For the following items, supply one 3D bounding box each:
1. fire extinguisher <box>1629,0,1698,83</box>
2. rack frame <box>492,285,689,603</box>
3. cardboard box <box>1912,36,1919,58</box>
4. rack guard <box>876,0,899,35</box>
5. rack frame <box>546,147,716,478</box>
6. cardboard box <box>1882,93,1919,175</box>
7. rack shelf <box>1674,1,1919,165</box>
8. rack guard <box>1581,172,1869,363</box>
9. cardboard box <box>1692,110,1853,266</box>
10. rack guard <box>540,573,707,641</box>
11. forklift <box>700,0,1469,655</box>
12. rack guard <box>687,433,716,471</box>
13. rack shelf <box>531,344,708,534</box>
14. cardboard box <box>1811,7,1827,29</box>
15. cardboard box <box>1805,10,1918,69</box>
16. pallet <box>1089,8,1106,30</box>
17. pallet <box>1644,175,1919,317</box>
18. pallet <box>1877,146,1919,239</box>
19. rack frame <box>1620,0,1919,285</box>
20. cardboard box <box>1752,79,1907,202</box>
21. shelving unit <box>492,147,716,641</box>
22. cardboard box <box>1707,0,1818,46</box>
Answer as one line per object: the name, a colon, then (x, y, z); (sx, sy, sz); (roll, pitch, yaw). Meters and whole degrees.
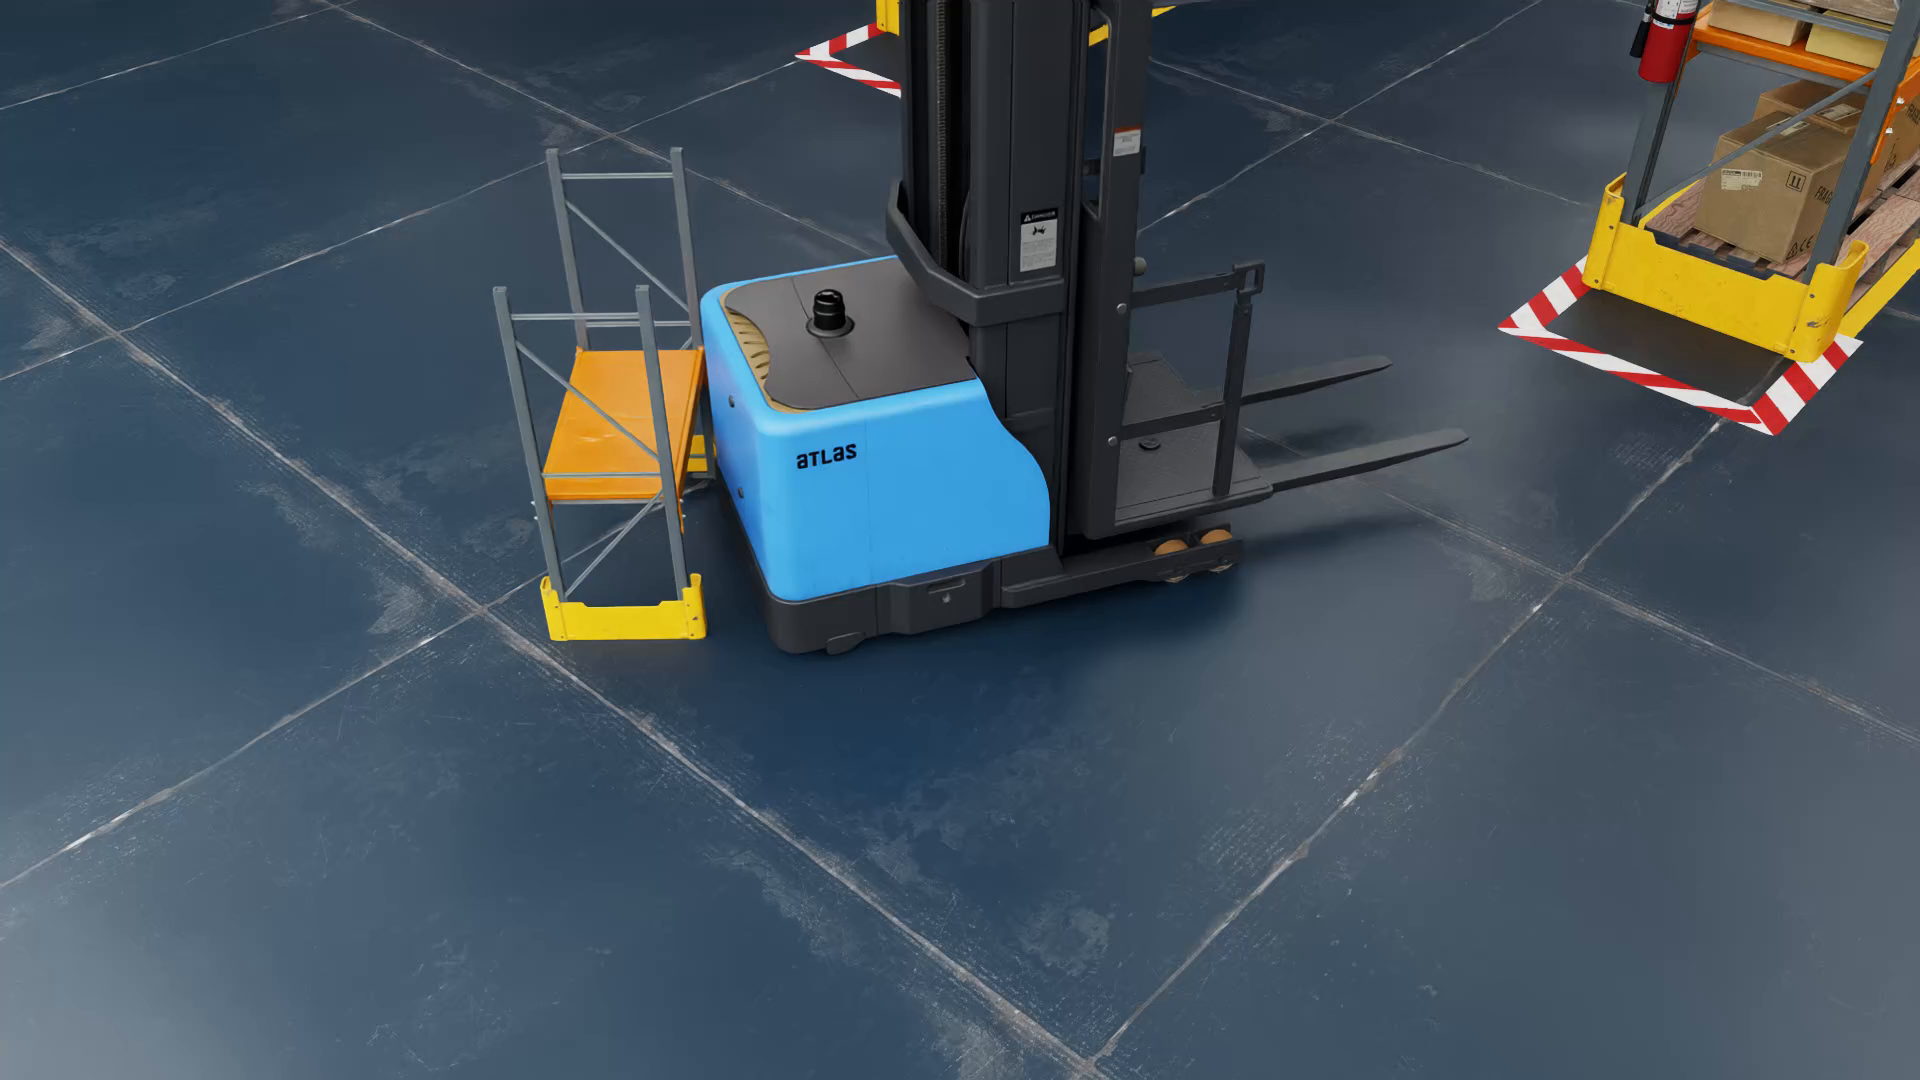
fire extinguisher: (3.191, -2.387, 7.404); (0.296, 0.674, 0.183); (30, 47, 32)
rack frame: (-1.255, -0.225, 5.827); (0.500, 1.500, 0.032); (-1, 38, -1)
cardboard box: (4.159, -2.316, 7.454); (0.380, 0.149, 0.250); (30, 47, 32)
rack guard: (-0.031, -3.433, 10.665); (1.175, 0.500, 0.348); (30, 47, 32)
rack frame: (-1.280, -0.857, 6.623); (0.500, 1.500, 0.032); (-1, 38, -1)
cardboard box: (4.856, -2.311, 8.917); (0.500, 0.500, 0.500); (-29, 47, -32)
rack shelf: (4.957, -2.914, 8.582); (1.077, 0.370, 4.000); (30, 47, 32)
rack guard: (3.659, -1.333, 8.025); (1.175, 0.500, 0.348); (30, 47, 32)
cardboard box: (4.042, -1.742, 8.202); (0.500, 0.500, 0.500); (-25, 45, -28)
rack guard: (-1.255, 0.252, 6.232); (0.587, 0.250, 0.087); (-1, 38, -1)
forklift: (0.588, -1.279, 6.004); (3.031, 2.935, 1.130); (-13, 40, -15)
rack guard: (-1.280, -0.367, 7.011); (0.587, 0.250, 0.087); (-1, 38, -1)
rack shelf: (-1.267, -0.400, 6.337); (0.538, 0.185, 1.000); (-1, 38, -1)
cardboard box: (3.817, -2.510, 7.699); (0.380, 0.149, 0.250); (30, 47, 32)
cardboard box: (3.976, -2.209, 7.320); (0.380, 0.149, 0.250); (30, 47, 32)
pallet: (0.521, -3.690, 11.221); (1.003, 0.211, 1.213); (30, 47, 32)
pallet: (4.234, -1.578, 8.565); (1.003, 0.211, 1.213); (30, 47, 32)
pallet: (5.057, -2.136, 9.267); (1.003, 0.211, 1.213); (30, 47, 32)
rack frame: (3.608, -2.277, 7.203); (1.000, 3.000, 0.127); (30, 47, 32)
cardboard box: (4.420, -2.031, 8.566); (0.500, 0.500, 0.500); (-22, 43, -25)
shelving unit: (-1.268, -0.547, 6.232); (0.587, 1.500, 1.083); (-1, 38, -1)
cardboard box: (3.648, -2.396, 7.555); (0.380, 0.149, 0.250); (30, 47, 32)
